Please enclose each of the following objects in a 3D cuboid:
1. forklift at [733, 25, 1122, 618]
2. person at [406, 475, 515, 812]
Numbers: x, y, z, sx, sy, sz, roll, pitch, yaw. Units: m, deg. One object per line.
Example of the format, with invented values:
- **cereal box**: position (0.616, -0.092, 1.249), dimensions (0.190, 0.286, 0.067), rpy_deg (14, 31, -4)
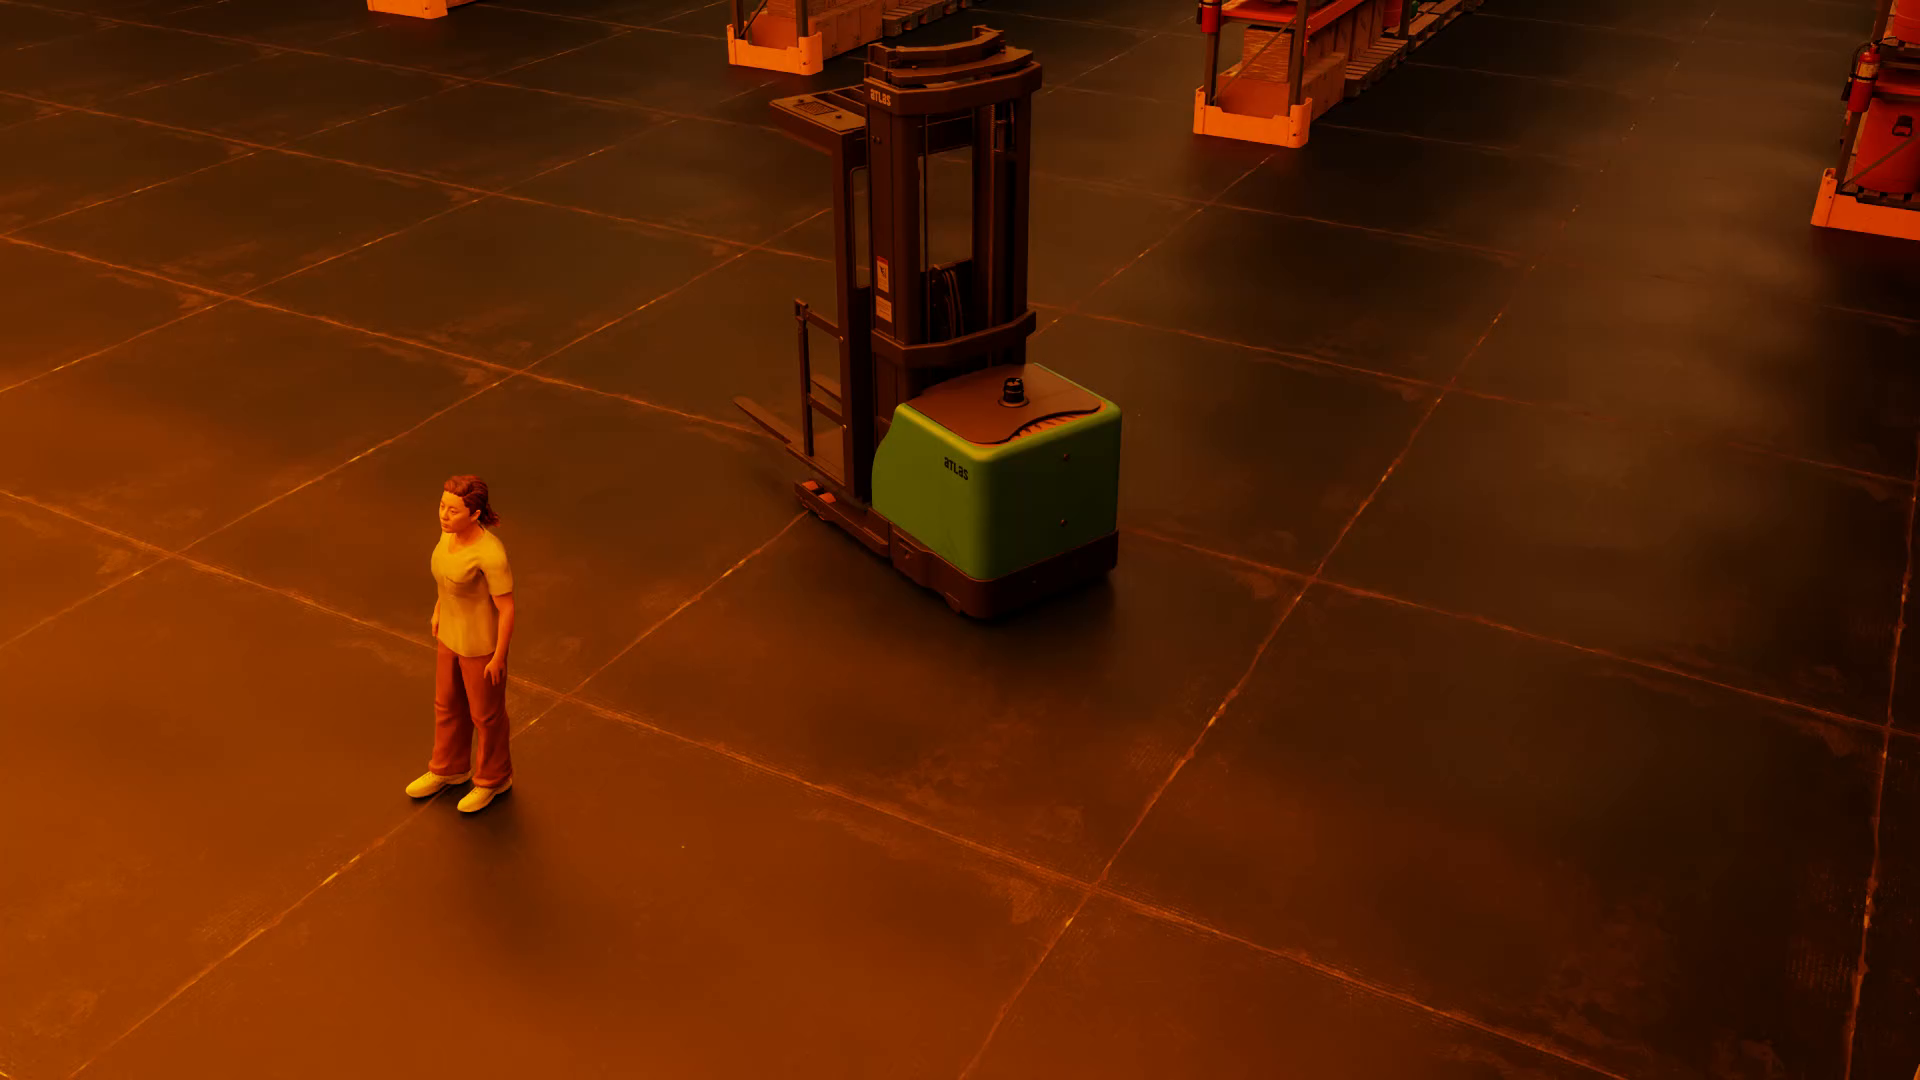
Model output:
- **forklift**: position (-0.369, -1.520, 9.704), dimensions (1.130, 2.935, 3.031), rpy_deg (-20, 36, -31)
- **person**: position (-2.252, 0.483, 7.474), dimensions (0.554, 1.676, 0.550), rpy_deg (26, 39, 37)
